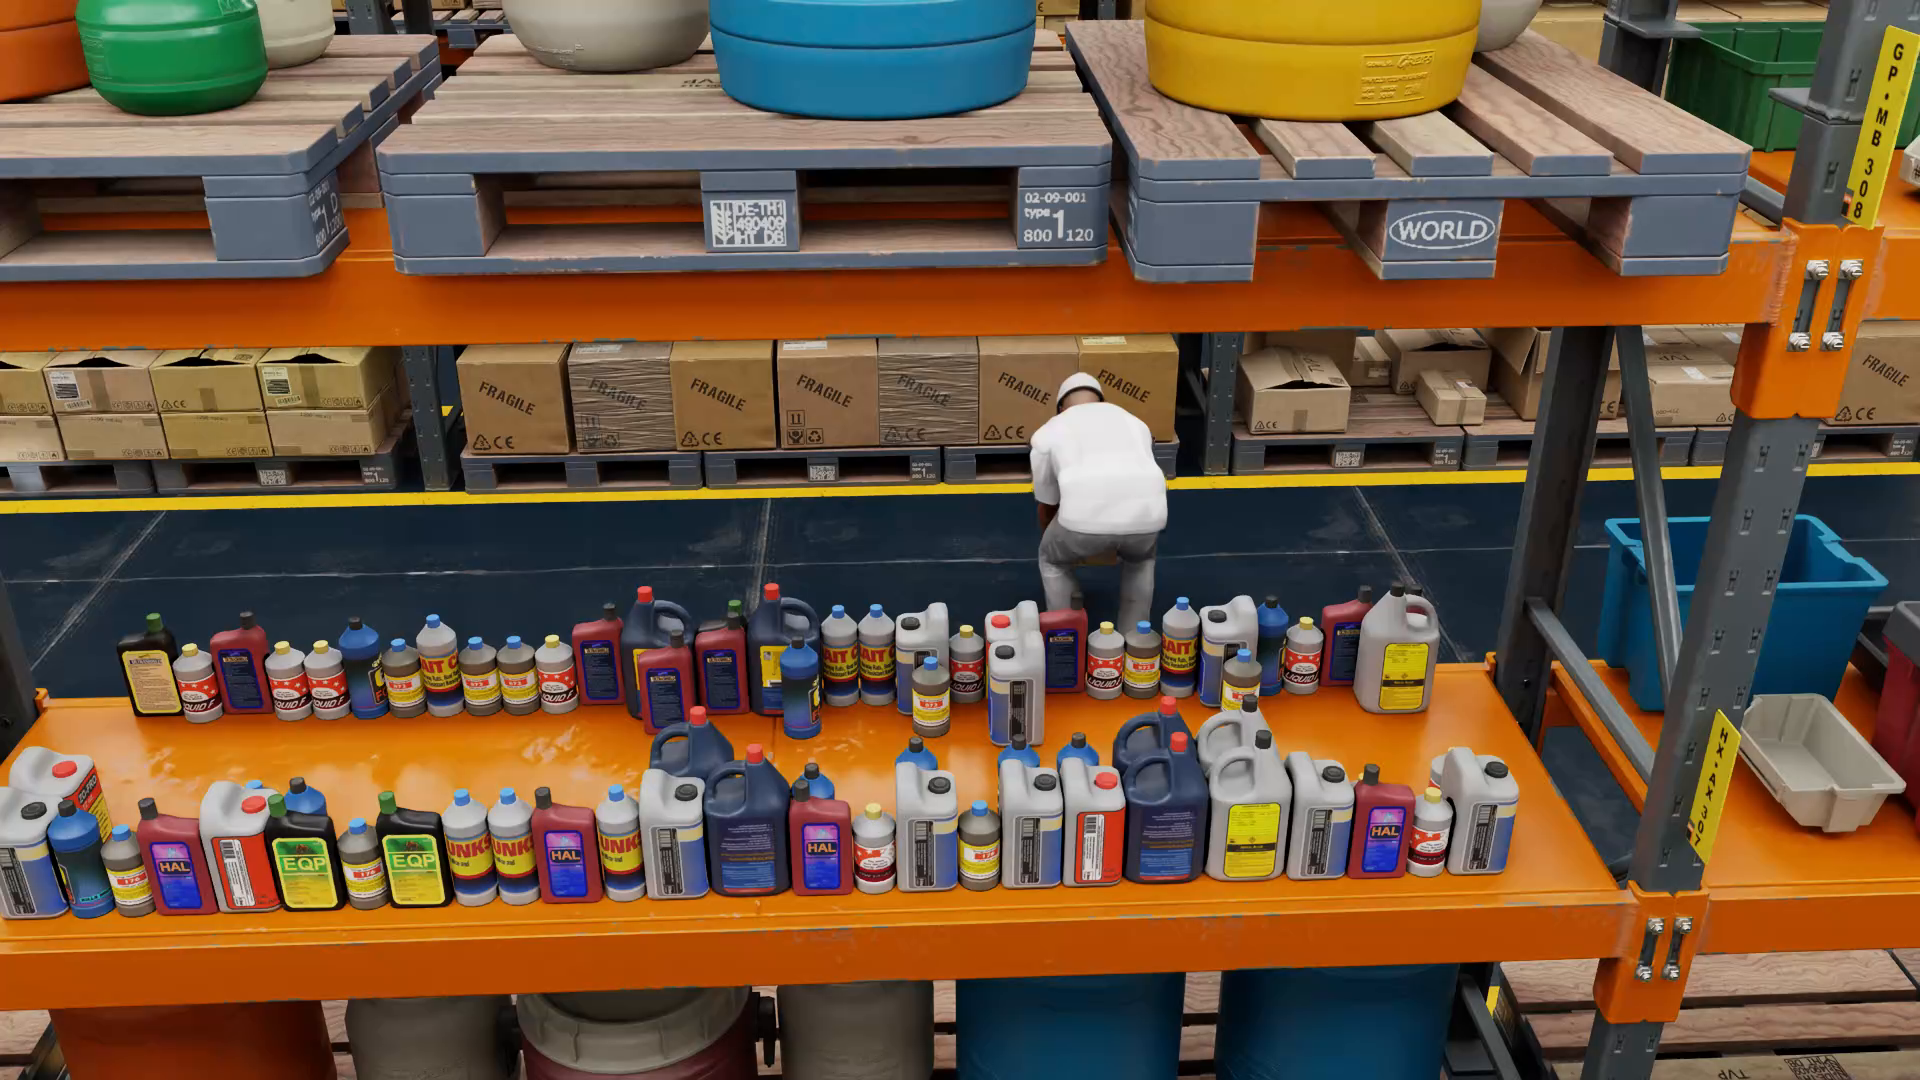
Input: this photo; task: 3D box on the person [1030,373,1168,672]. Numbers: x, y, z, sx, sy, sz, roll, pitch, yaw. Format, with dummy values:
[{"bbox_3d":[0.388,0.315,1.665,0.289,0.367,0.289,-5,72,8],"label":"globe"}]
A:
[{"bbox_3d":[0.555,-0.049,6.928,0.515,1.083,0.966,-3,28,-5],"label":"person"}]
